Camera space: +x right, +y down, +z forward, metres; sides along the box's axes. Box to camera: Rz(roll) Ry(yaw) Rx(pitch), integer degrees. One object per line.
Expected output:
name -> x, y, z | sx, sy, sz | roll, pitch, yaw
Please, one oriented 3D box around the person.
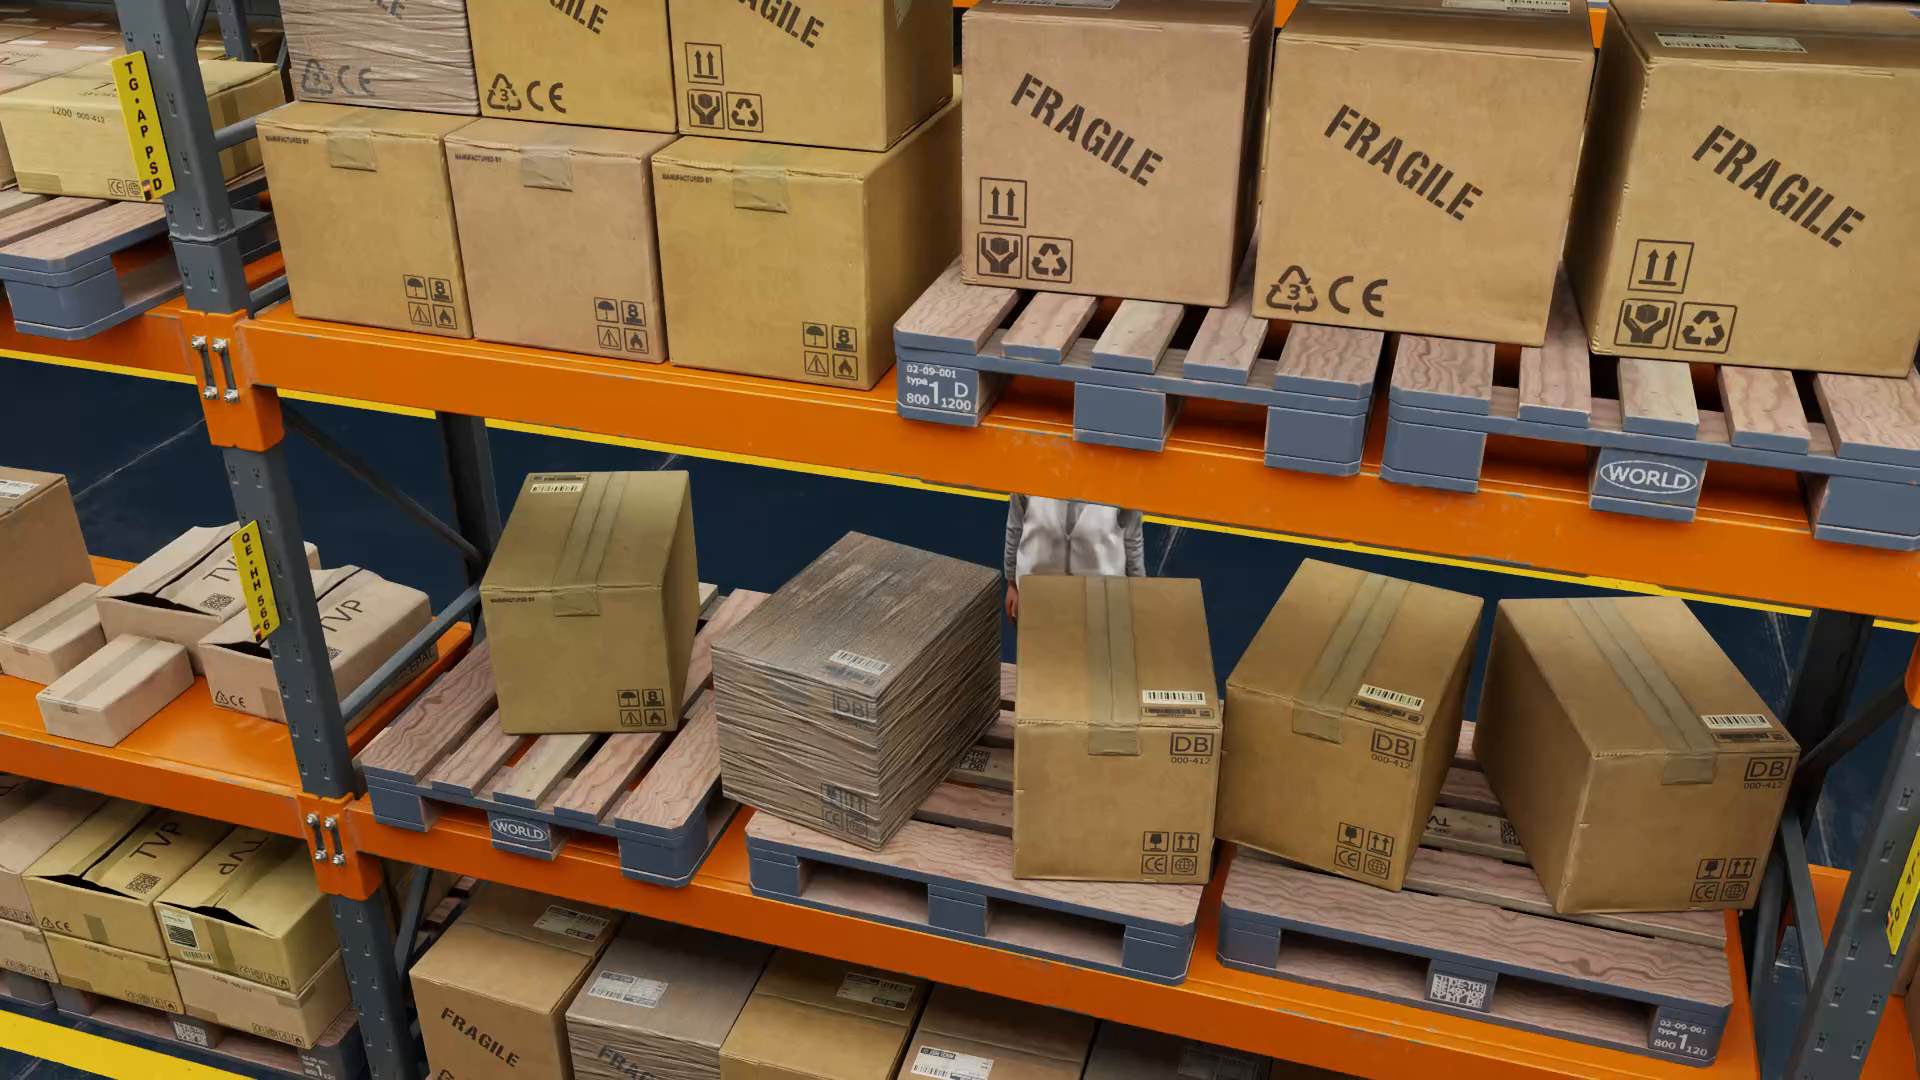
person -> 0.445, 0.271, 6.607 | 0.569, 1.783, 0.572 | 3, 29, 5
